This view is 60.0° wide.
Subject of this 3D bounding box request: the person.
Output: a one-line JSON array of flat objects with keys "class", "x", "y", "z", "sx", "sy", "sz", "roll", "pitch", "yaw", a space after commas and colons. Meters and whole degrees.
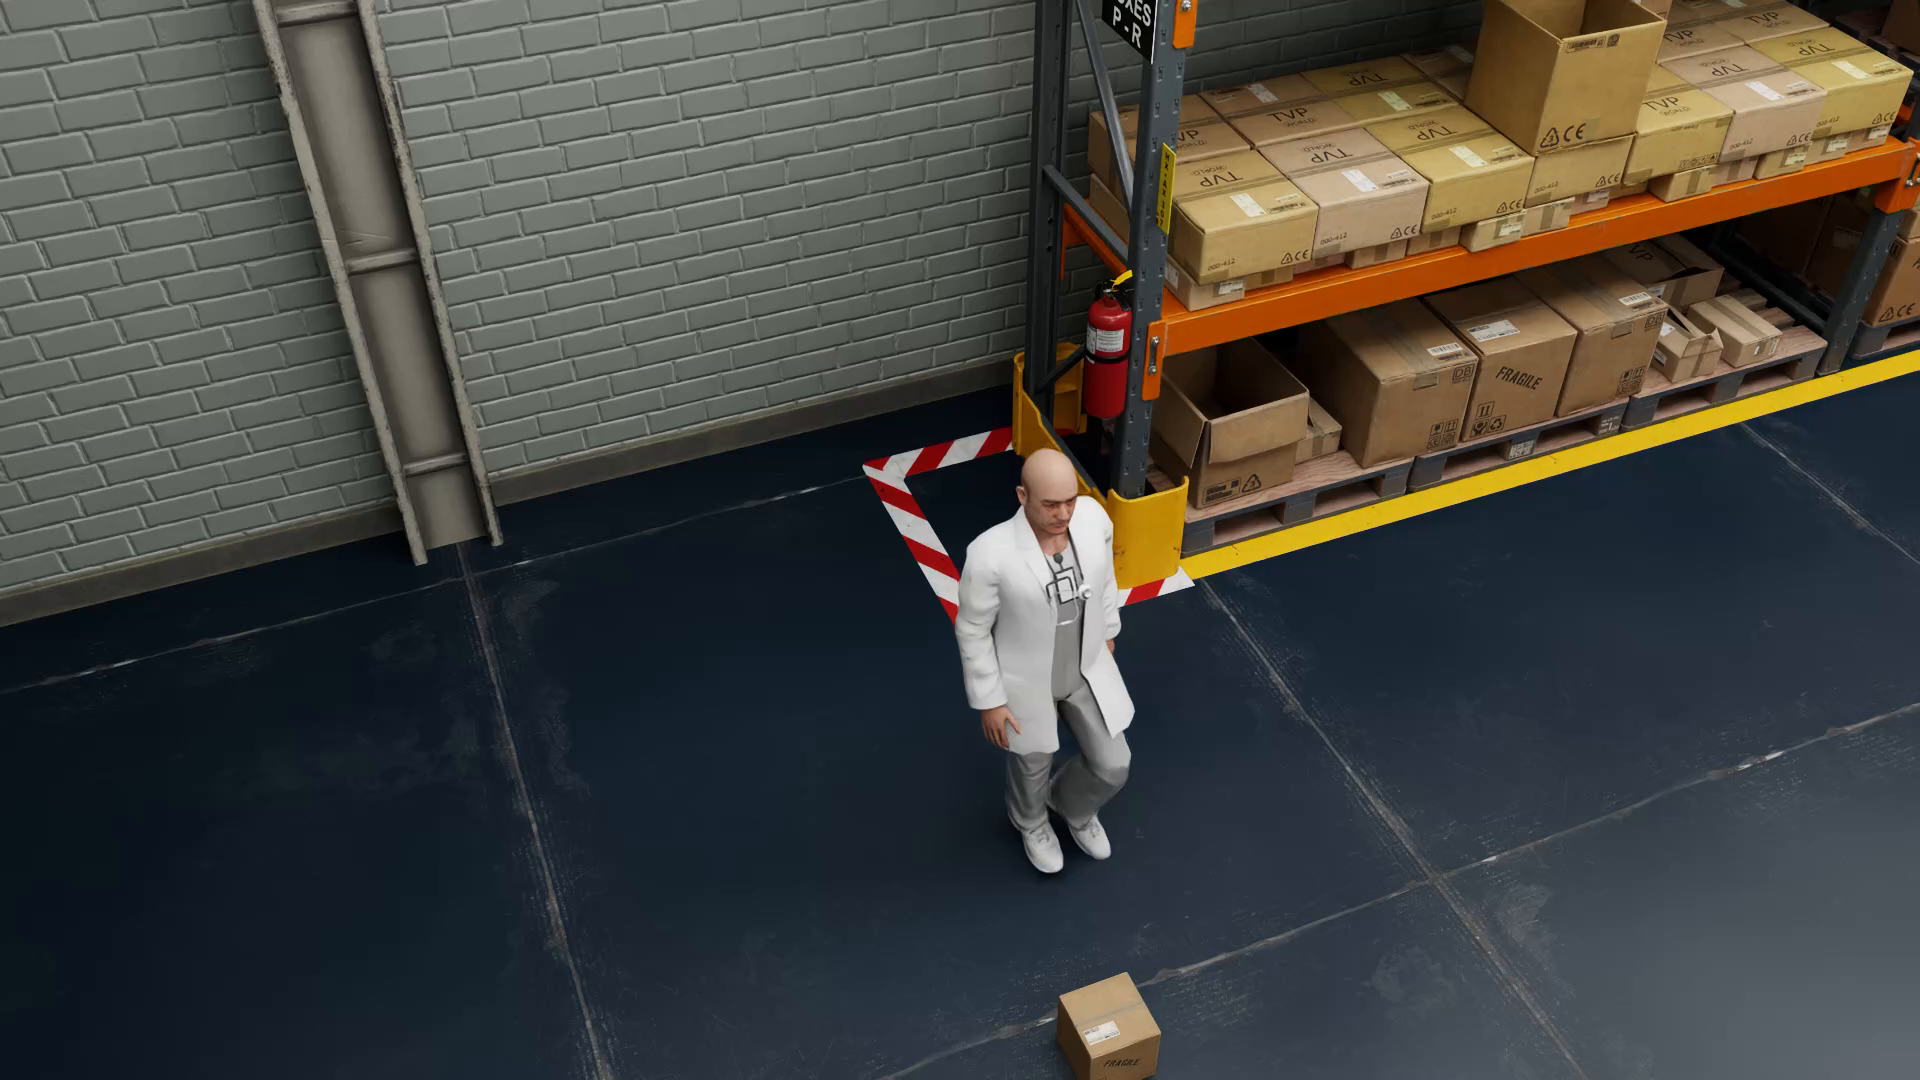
[{"class": "person", "x": 0.314, "y": 0.492, "z": 5.615, "sx": 0.646, "sy": 1.818, "sz": 0.469, "roll": -16, "pitch": 44, "yaw": -17}]
